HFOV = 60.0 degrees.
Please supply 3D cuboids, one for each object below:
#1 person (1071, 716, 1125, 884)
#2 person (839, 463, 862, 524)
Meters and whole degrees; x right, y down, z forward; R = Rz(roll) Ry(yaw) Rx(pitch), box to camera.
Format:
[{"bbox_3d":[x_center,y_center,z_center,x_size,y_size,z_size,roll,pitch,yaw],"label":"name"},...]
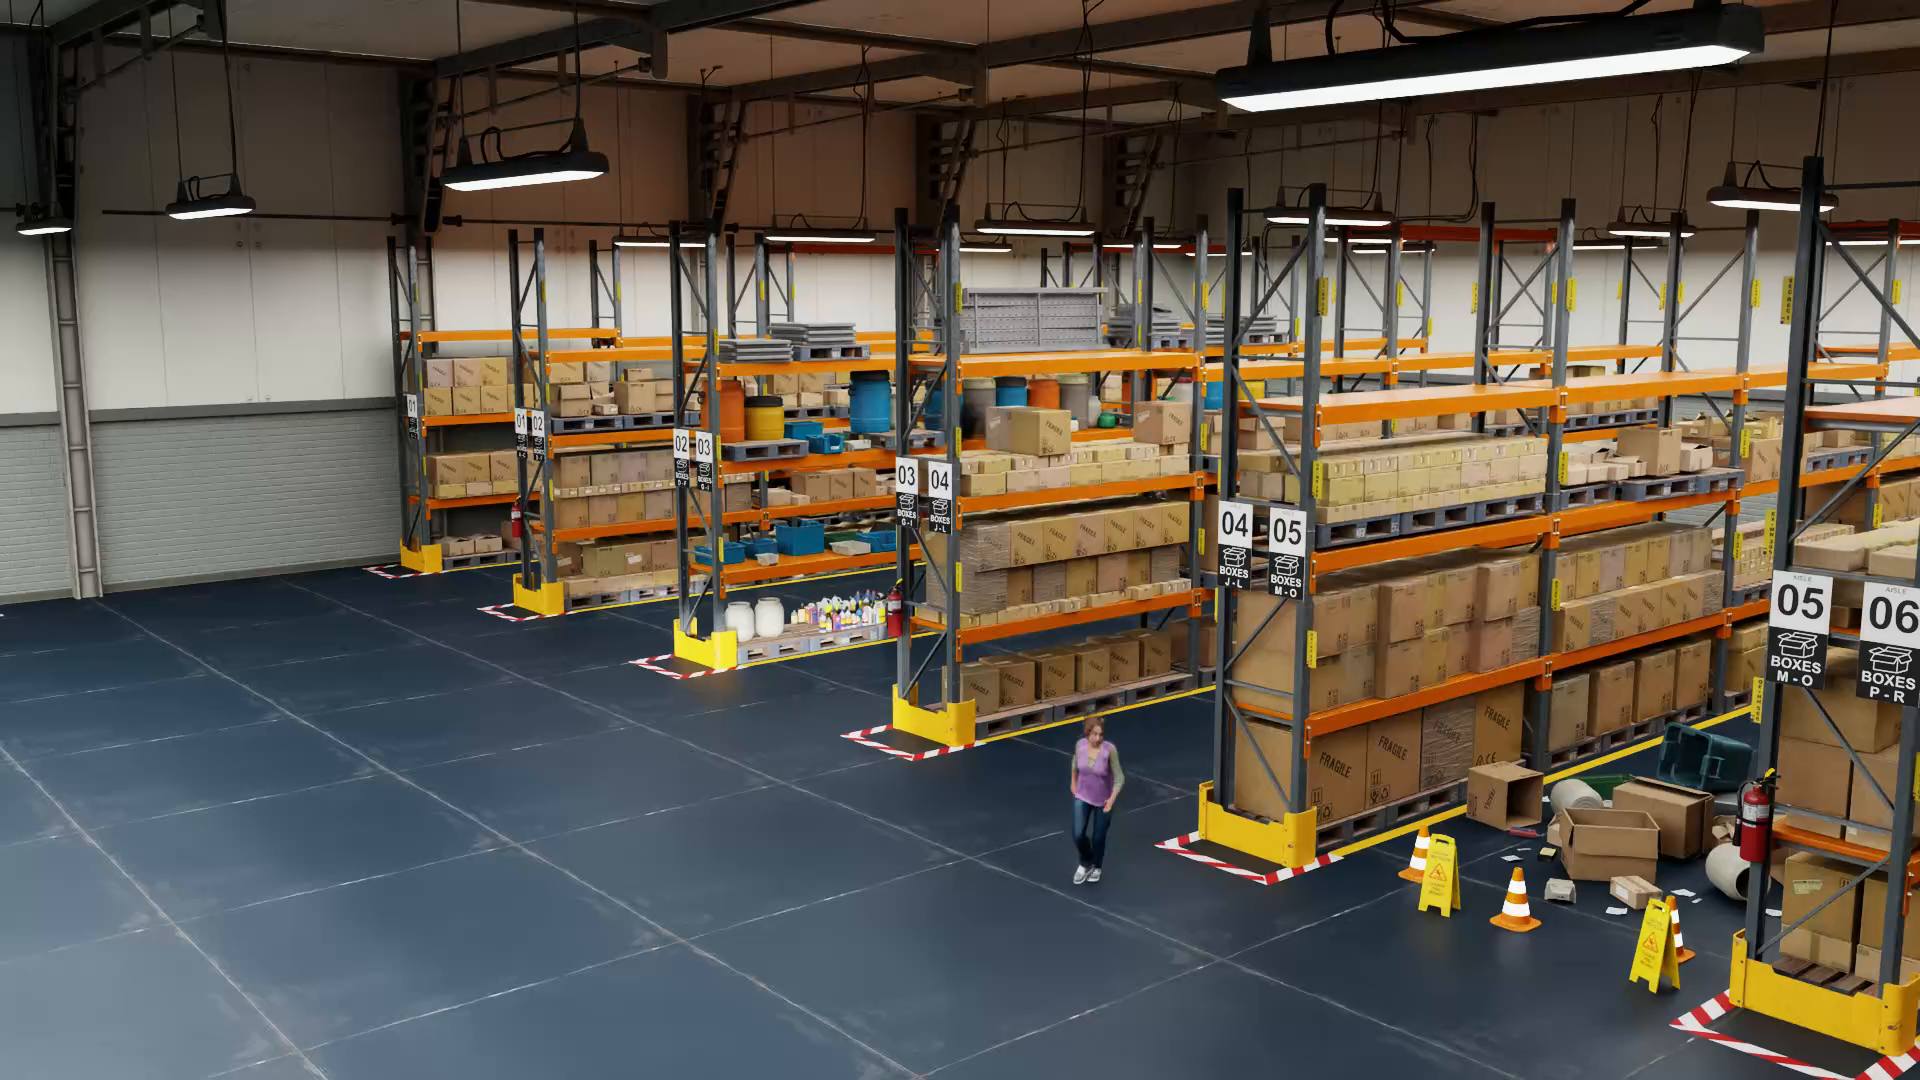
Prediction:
[{"bbox_3d":[1.151,2.235,14.158,0.520,1.536,0.775,2,9,13],"label":"person"},{"bbox_3d":[-2.213,-0.753,33.264,0.543,1.592,0.888,8,12,41],"label":"person"}]
